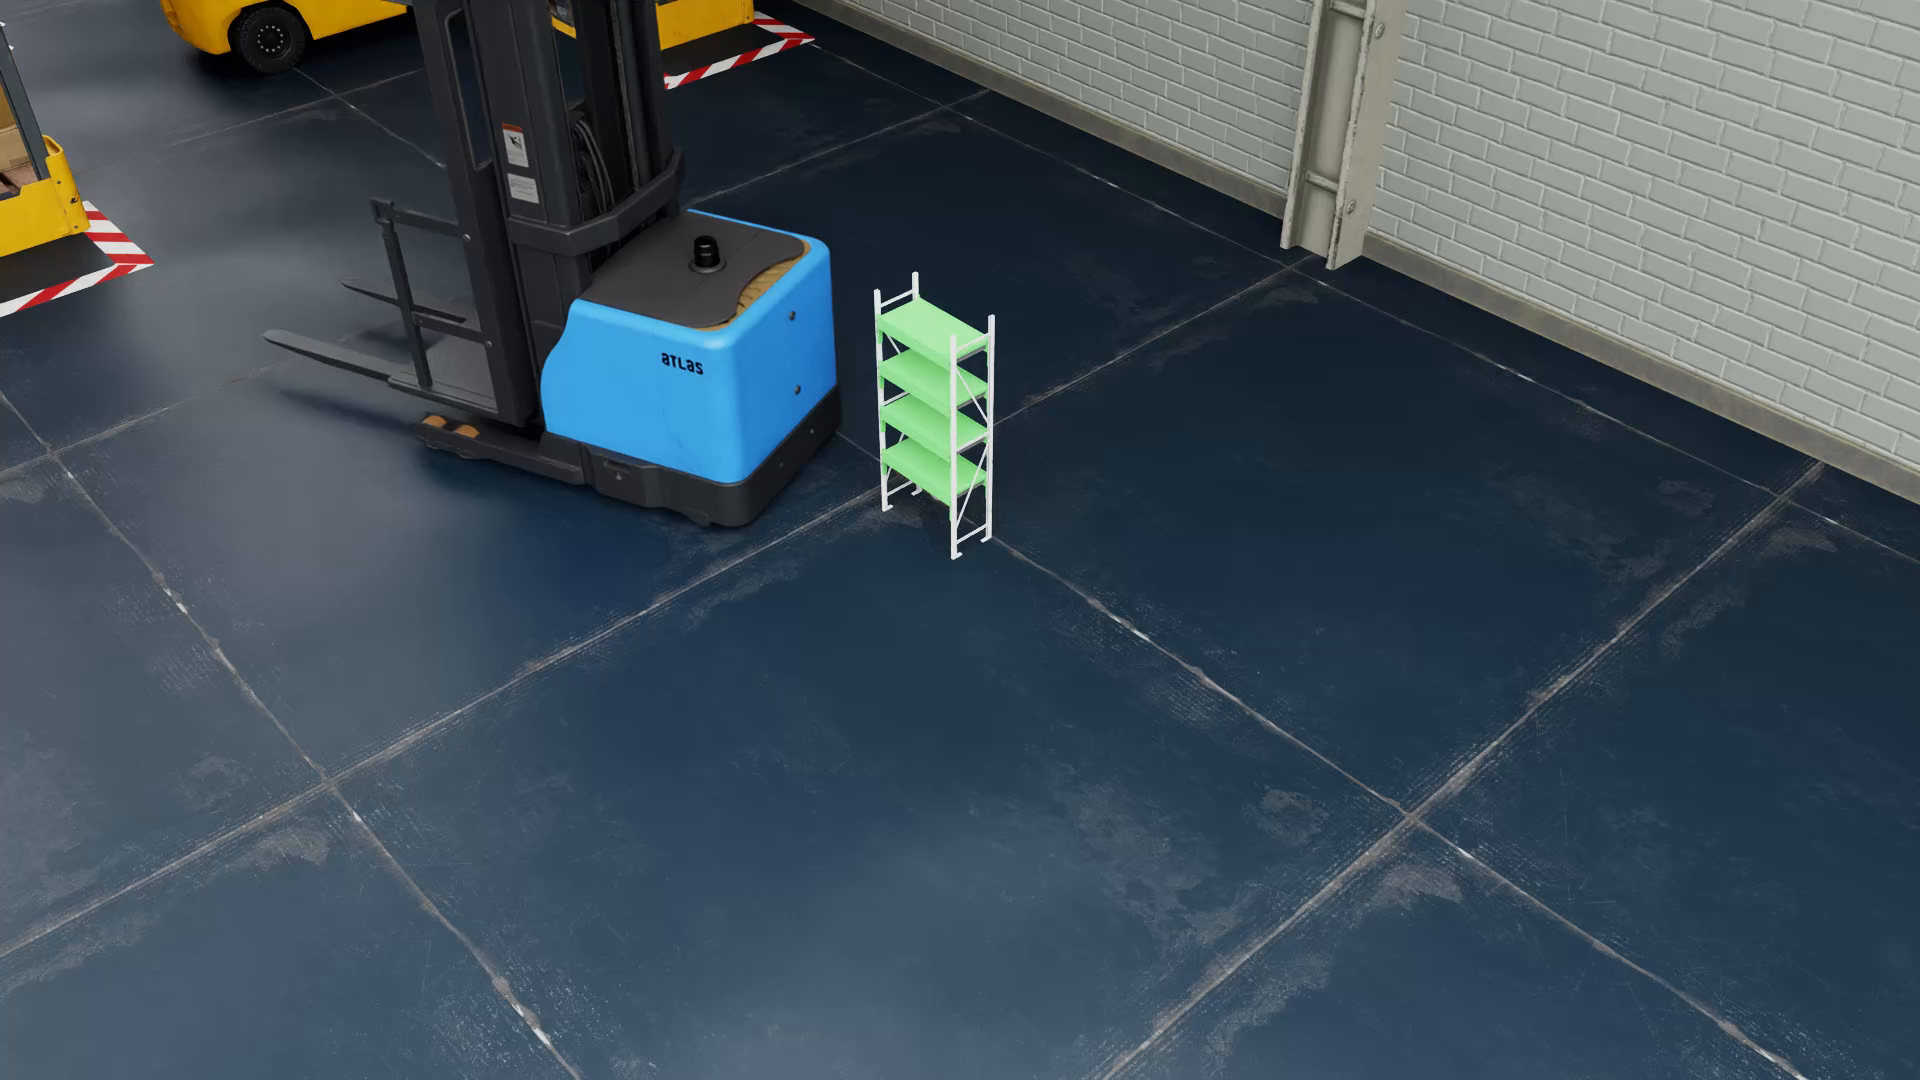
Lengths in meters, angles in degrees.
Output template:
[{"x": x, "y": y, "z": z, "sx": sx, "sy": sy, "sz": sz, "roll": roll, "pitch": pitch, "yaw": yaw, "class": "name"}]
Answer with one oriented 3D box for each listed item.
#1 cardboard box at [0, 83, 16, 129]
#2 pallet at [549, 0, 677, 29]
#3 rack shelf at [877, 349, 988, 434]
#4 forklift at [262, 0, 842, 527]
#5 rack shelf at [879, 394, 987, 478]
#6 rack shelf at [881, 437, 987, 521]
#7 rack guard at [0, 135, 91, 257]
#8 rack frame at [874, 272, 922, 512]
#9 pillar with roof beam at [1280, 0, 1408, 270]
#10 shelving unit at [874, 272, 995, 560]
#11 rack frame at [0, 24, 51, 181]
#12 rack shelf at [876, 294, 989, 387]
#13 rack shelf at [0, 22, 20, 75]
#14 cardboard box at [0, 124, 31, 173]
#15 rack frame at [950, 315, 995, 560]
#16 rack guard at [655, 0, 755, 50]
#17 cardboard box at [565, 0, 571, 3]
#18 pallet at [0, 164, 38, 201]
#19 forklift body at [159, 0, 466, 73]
[{"x": -6.111, "y": -2.743, "z": 10.017, "sx": 0.500, "sy": 0.500, "sz": 0.500, "roll": -32, "pitch": 49, "yaw": -33, "class": "cardboard box"}, {"x": -2.647, "y": -4.219, "z": 12.805, "sx": 1.003, "sy": 0.211, "sz": 1.213, "roll": -30, "pitch": 48, "yaw": -32, "class": "pallet"}, {"x": -0.112, "y": -0.680, "z": 7.357, "sx": 0.258, "sy": 0.148, "sz": 0.480, "roll": -30, "pitch": 48, "yaw": -32, "class": "rack shelf"}, {"x": -2.154, "y": -1.825, "z": 7.677, "sx": 3.031, "sy": 2.935, "sz": 1.130, "roll": 16, "pitch": 42, "yaw": 19, "class": "forklift"}, {"x": -0.112, "y": -0.494, "z": 7.508, "sx": 0.258, "sy": 0.148, "sz": 0.480, "roll": -30, "pitch": 48, "yaw": -32, "class": "rack shelf"}, {"x": -0.112, "y": -0.307, "z": 7.659, "sx": 0.258, "sy": 0.148, "sz": 0.480, "roll": -30, "pitch": 48, "yaw": -32, "class": "rack shelf"}, {"x": -5.804, "y": -1.919, "z": 9.728, "sx": 1.175, "sy": 0.500, "sz": 0.348, "roll": -30, "pitch": 48, "yaw": -32, "class": "rack guard"}, {"x": -0.277, "y": -0.656, "z": 7.608, "sx": 0.240, "sy": 1.200, "sz": 0.015, "roll": -30, "pitch": 48, "yaw": -32, "class": "rack frame"}, {"x": -1.019, "y": -3.400, "z": 4.798, "sx": 9.100, "sy": 9.000, "sz": 0.400, "roll": -30, "pitch": 48, "yaw": -32, "class": "pillar with roof beam"}, {"x": -0.112, "y": -0.543, "z": 7.468, "sx": 0.258, "sy": 1.200, "sz": 0.503, "roll": -30, "pitch": 48, "yaw": -32, "class": "shelving unit"}, {"x": -5.753, "y": -2.856, "z": 8.899, "sx": 1.000, "sy": 3.000, "sz": 0.127, "roll": -30, "pitch": 48, "yaw": -32, "class": "rack frame"}, {"x": -0.112, "y": -0.867, "z": 7.206, "sx": 0.258, "sy": 0.148, "sz": 0.480, "roll": -30, "pitch": 48, "yaw": -32, "class": "rack shelf"}, {"x": -7.106, "y": -3.502, "z": 10.271, "sx": 1.077, "sy": 0.370, "sz": 4.000, "roll": -30, "pitch": 48, "yaw": -32, "class": "rack shelf"}, {"x": -6.095, "y": -2.441, "z": 10.239, "sx": 0.500, "sy": 0.250, "sz": 0.500, "roll": -30, "pitch": 48, "yaw": -32, "class": "cardboard box"}, {"x": 0.053, "y": -0.430, "z": 7.328, "sx": 0.240, "sy": 1.200, "sz": 0.015, "roll": -30, "pitch": 48, "yaw": -32, "class": "rack frame"}, {"x": -2.083, "y": -3.984, "z": 12.285, "sx": 1.175, "sy": 0.500, "sz": 0.348, "roll": -30, "pitch": 48, "yaw": -32, "class": "rack guard"}, {"x": -2.650, "y": -4.144, "z": 12.348, "sx": 0.500, "sy": 0.250, "sz": 0.500, "roll": -30, "pitch": 47, "yaw": -31, "class": "cardboard box"}, {"x": -6.328, "y": -2.198, "z": 10.303, "sx": 1.003, "sy": 0.211, "sz": 1.213, "roll": -30, "pitch": 48, "yaw": -32, "class": "pallet"}, {"x": -4.726, "y": -4.739, "z": 11.906, "sx": 2.313, "sy": 2.155, "sz": 1.214, "roll": -30, "pitch": 48, "yaw": -32, "class": "forklift body"}]
